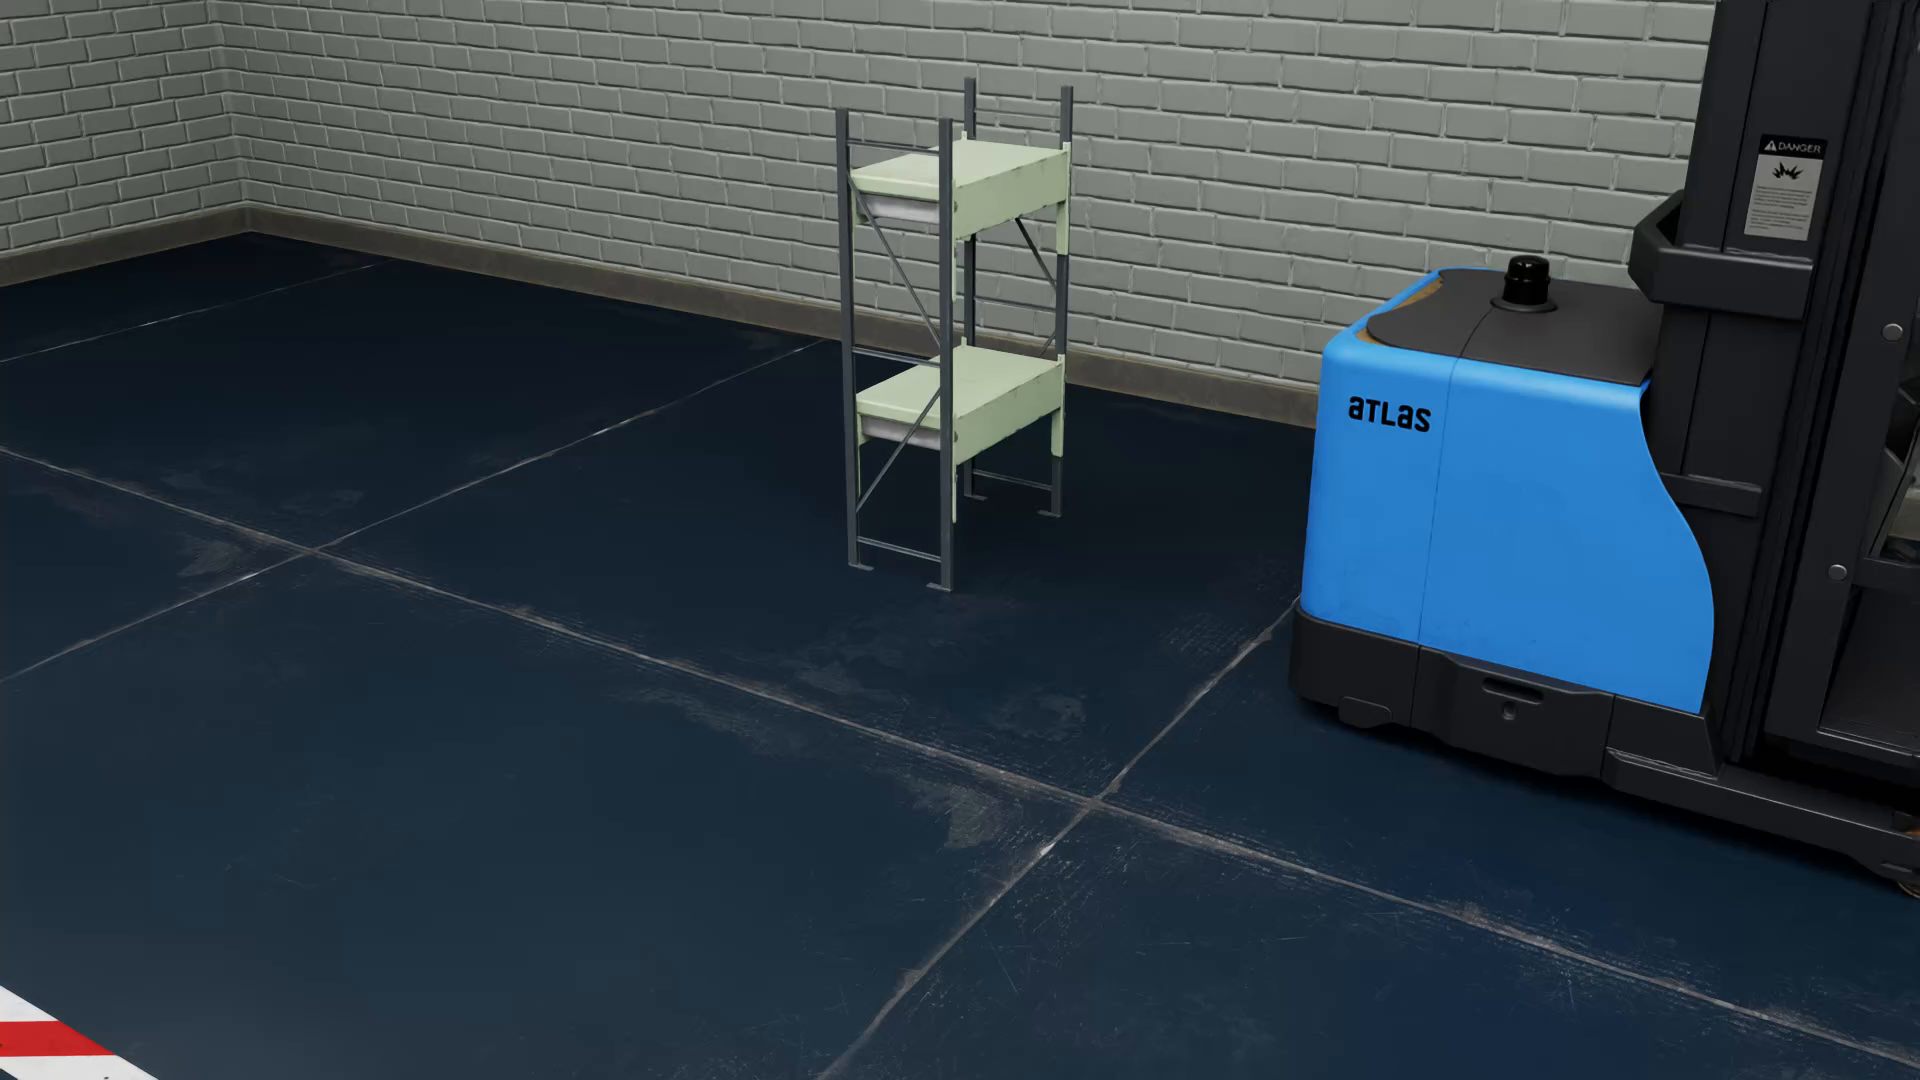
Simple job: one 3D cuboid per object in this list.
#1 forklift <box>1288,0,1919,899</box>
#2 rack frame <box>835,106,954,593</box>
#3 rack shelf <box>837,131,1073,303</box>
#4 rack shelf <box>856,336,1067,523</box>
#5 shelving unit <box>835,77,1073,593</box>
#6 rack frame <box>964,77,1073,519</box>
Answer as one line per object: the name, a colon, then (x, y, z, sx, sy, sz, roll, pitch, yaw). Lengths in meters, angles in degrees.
forklift: (2.433, -0.713, 3.709, 3.031, 2.935, 1.130, 14, 27, 30)
rack frame: (-0.197, -0.562, 5.161, 0.400, 1.500, 0.023, 14, 27, 29)
rack shelf: (-0.004, -1.044, 5.292, 0.431, 0.370, 0.720, 14, 27, 29)
rack shelf: (-0.004, -0.387, 5.576, 0.431, 0.370, 0.720, 14, 27, 29)
shelving unit: (-0.004, -0.686, 5.447, 0.431, 1.500, 0.755, 14, 27, 29)
rack frame: (0.190, -0.810, 5.732, 0.400, 1.500, 0.023, 14, 27, 29)
